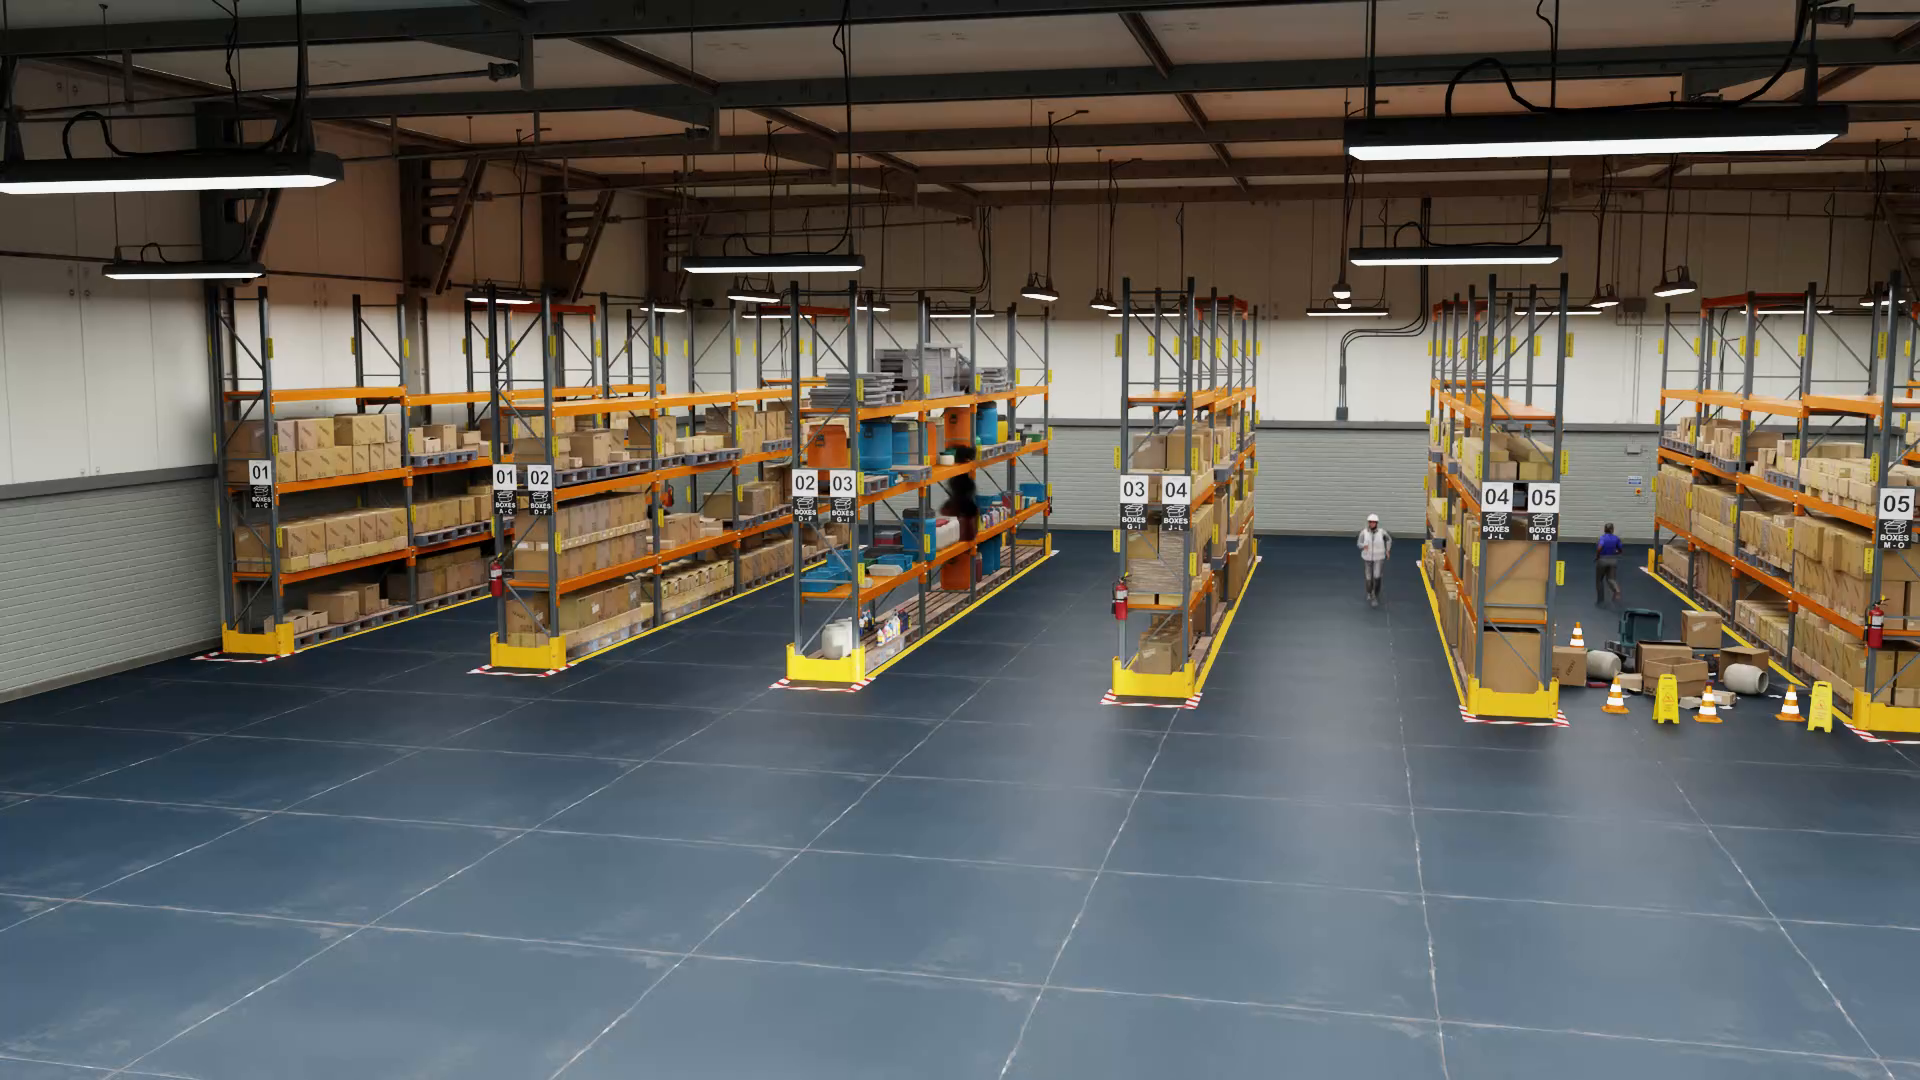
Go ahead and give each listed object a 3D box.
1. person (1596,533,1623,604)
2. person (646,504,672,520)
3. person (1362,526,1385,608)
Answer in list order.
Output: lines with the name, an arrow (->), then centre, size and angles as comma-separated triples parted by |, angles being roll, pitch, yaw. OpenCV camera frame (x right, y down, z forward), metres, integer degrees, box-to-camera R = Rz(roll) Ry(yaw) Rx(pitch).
person -> 12.615, 0.586, 32.352 | 0.536, 1.441, 0.850 | 0, 7, -1
person -> -7.053, -0.200, 38.816 | 0.653, 1.391, 0.709 | 0, 7, 1
person -> 8.097, 0.509, 32.564 | 0.445, 1.591, 0.658 | 2, 7, 20
